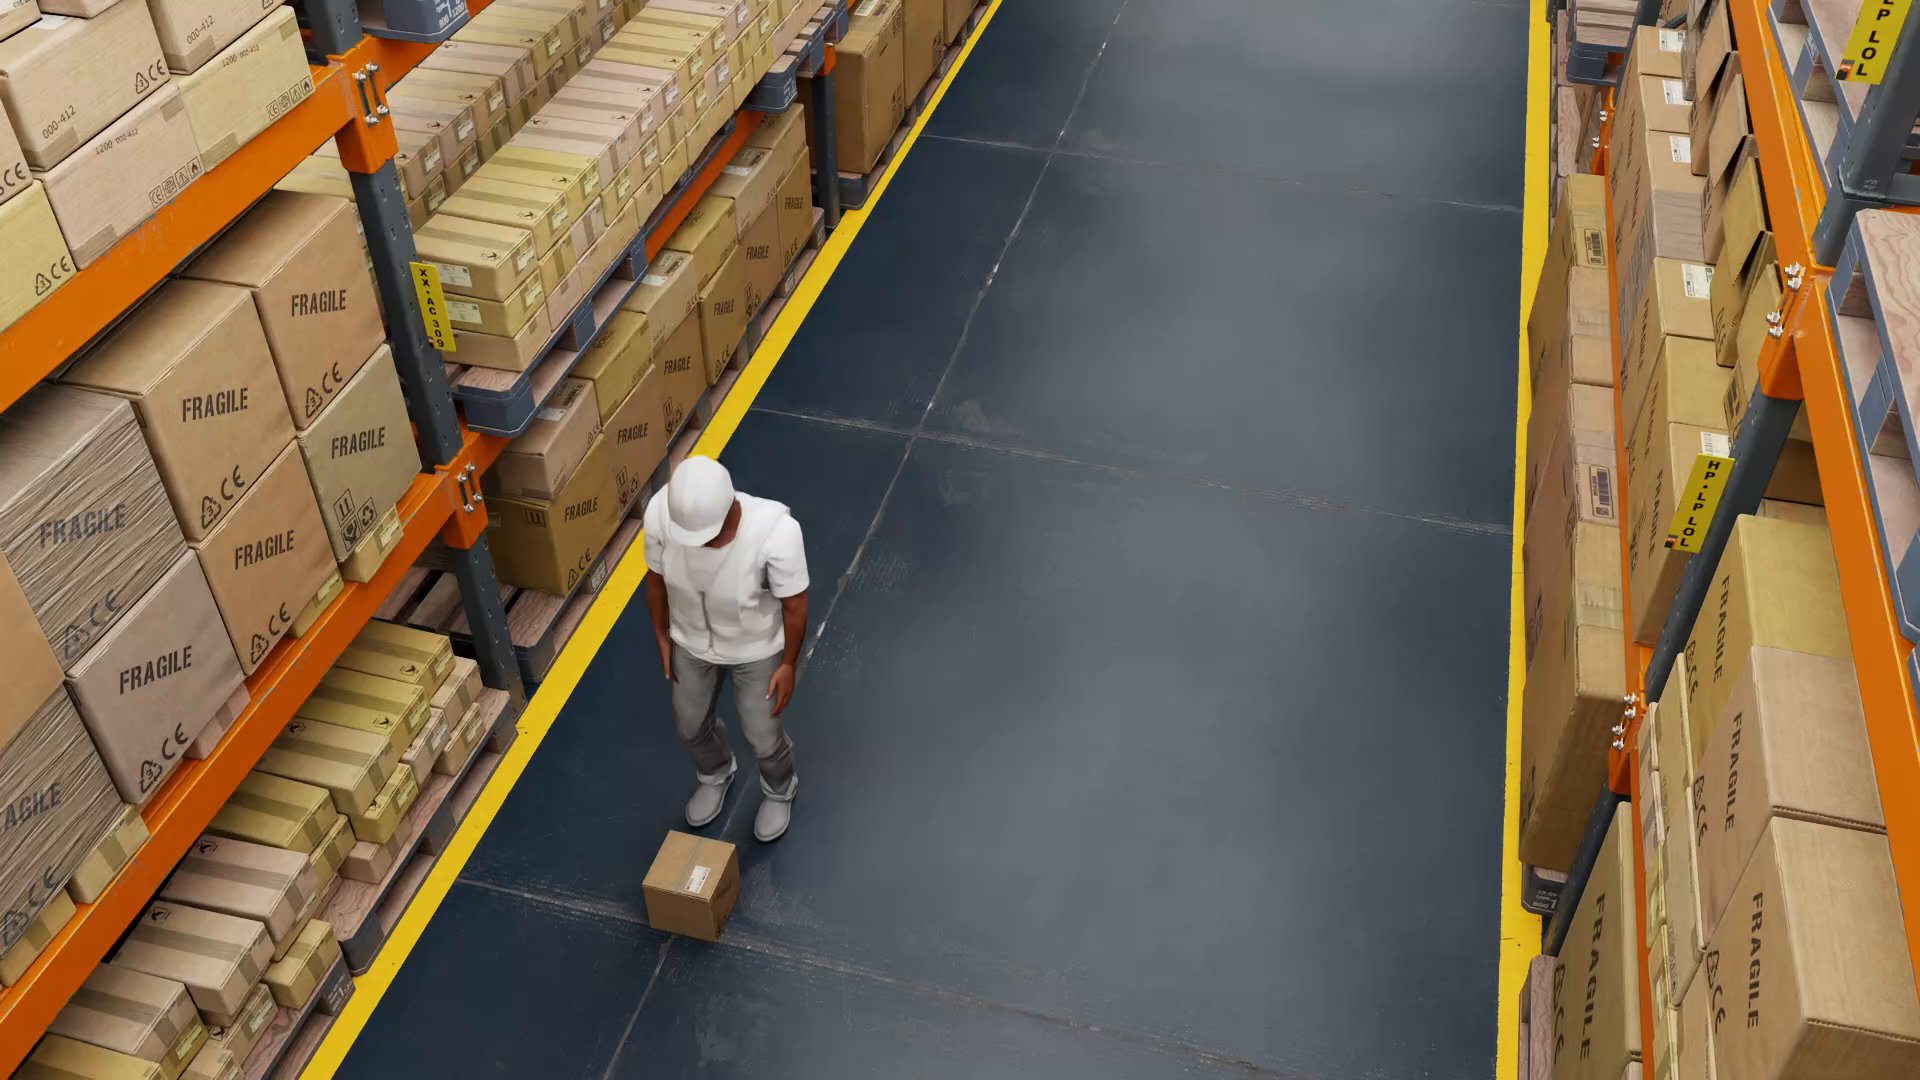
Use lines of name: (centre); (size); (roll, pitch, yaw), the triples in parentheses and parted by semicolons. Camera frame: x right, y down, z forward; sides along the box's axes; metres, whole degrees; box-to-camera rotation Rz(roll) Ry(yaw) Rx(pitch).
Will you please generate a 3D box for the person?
person: (-0.795, 0.369, 5.745); (0.588, 1.725, 0.437); (11, 42, 12)
